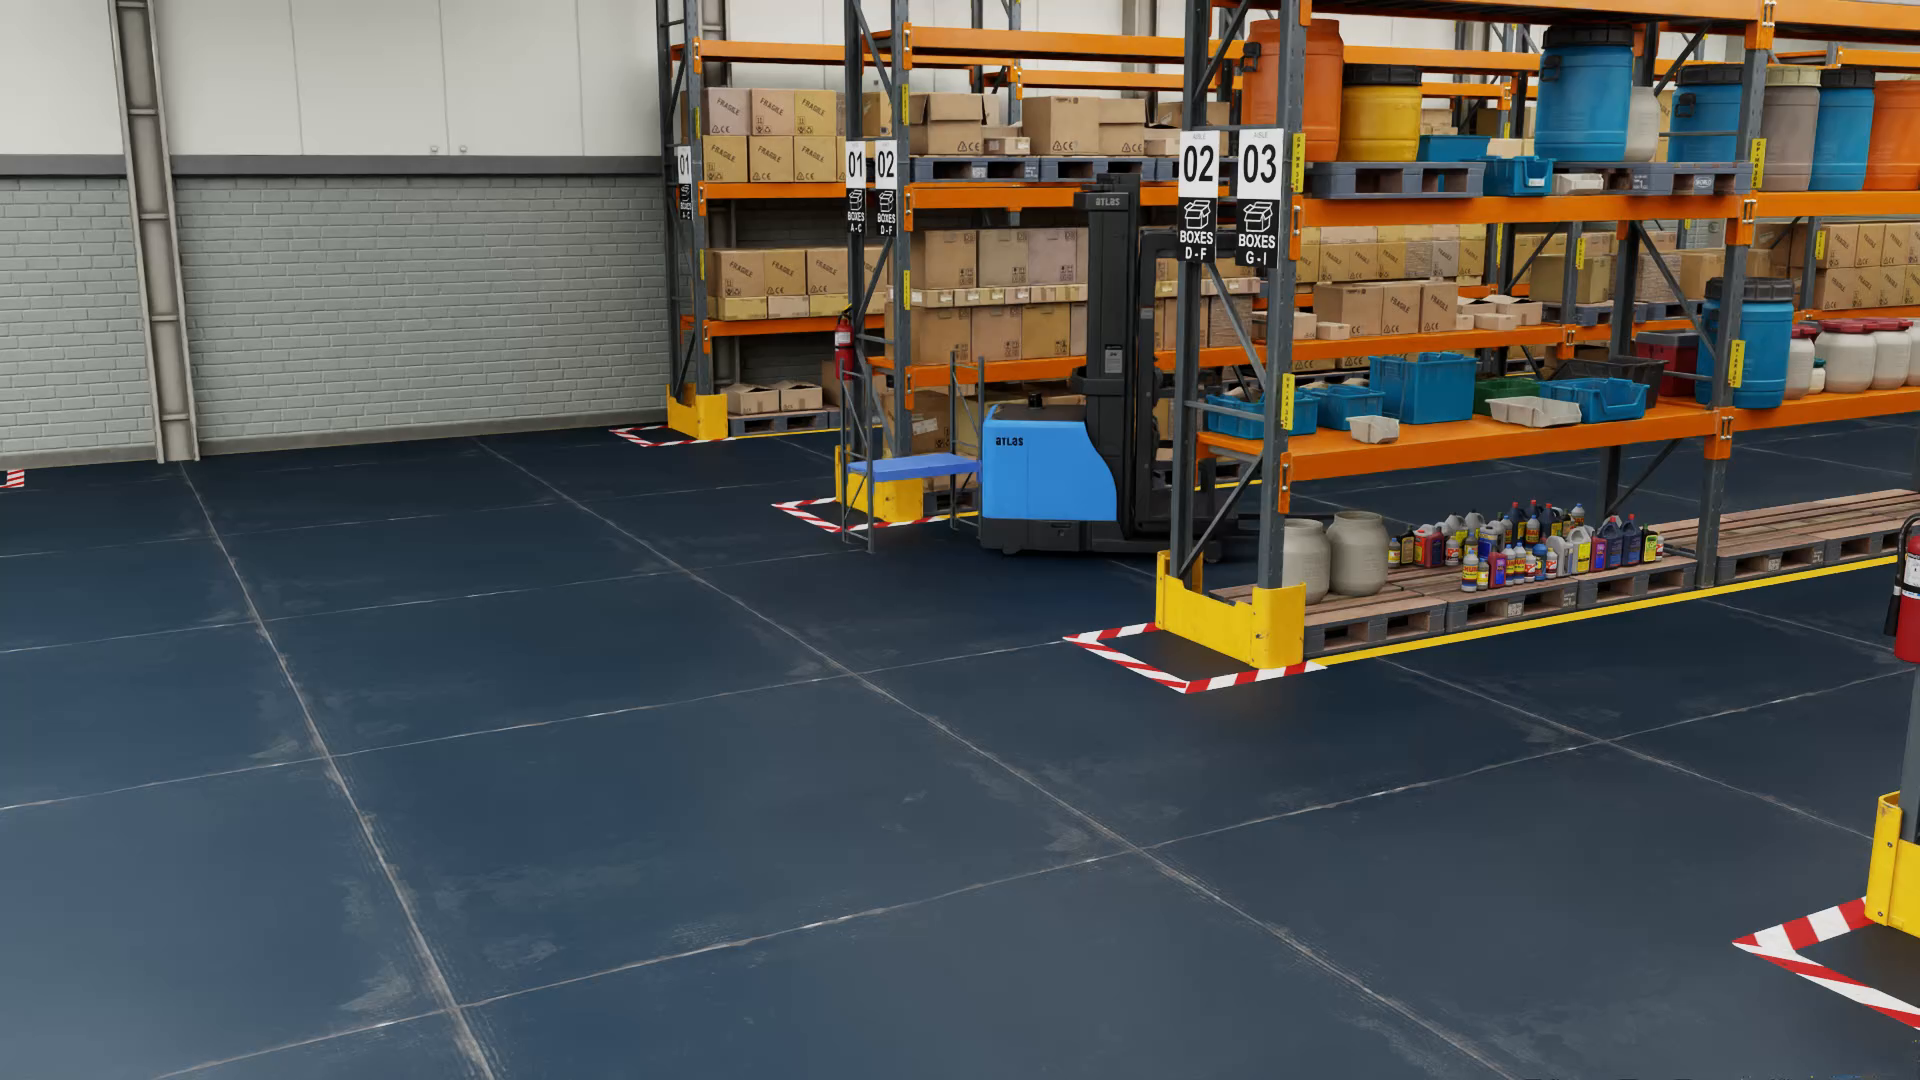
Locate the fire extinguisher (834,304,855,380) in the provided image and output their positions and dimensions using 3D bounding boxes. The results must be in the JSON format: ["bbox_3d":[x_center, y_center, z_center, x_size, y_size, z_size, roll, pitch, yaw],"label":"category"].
[{"bbox_3d":[-1.033,-1.779,14.858,0.183,0.674,0.296,-7,14,-28],"label":"fire extinguisher"}]

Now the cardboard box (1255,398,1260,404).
[{"bbox_3d":[3.286,-1.293,16.550,0.500,0.311,0.500,-7,14,-28],"label":"cardboard box"}]

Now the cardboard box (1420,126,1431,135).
[{"bbox_3d":[6.167,-5.541,23.335,0.500,0.500,0.700,-7,15,-29],"label":"cardboard box"}]

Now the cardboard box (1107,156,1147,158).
[{"bbox_3d":[2.028,-5.003,20.994,0.500,0.500,0.500,-7,15,-30],"label":"cardboard box"}]

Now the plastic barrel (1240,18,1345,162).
[{"bbox_3d":[2.029,-2.738,10.177,0.708,0.830,0.600,-7,14,-28],"label":"plastic barrel"}]

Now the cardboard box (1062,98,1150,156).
[{"bbox_3d":[1.298,-3.798,15.312,0.637,0.503,0.797,-5,14,-22],"label":"cardboard box"}]

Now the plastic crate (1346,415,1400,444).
[{"bbox_3d":[2.603,-0.688,10.435,0.250,0.136,0.298,-7,14,-28],"label":"plastic crate"}]

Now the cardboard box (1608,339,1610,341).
[{"bbox_3d":[9.955,-3.217,25.808,0.500,0.500,0.700,-7,14,-28],"label":"cardboard box"}]

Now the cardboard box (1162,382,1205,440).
[{"bbox_3d":[2.058,-1.248,15.922,0.500,0.500,0.500,-7,14,-28],"label":"cardboard box"}]

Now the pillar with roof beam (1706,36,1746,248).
[{"bbox_3d":[14.978,-6.925,23.884,0.400,9.000,9.100,-7,14,-28],"label":"pillar with roof beam"}]

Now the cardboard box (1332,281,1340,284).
[{"bbox_3d":[4.999,-3.499,22.853,0.250,0.149,0.380,-7,14,-28],"label":"cardboard box"}]

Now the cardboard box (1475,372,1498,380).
[{"bbox_3d":[5.715,-1.720,18.447,0.500,0.311,0.500,-6,14,-26],"label":"cardboard box"}]

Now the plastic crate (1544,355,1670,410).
[{"bbox_3d":[4.654,-1.144,12.004,0.504,0.338,0.767,-7,14,-28],"label":"plastic crate"}]

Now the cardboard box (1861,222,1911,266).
[{"bbox_3d":[11.279,-3.642,20.456,0.500,0.500,0.500,-7,15,-30],"label":"cardboard box"}]

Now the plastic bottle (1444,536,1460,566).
[{"bbox_3d":[3.498,0.075,11.817,0.097,0.201,0.097,0,13,0],"label":"plastic bottle"}]

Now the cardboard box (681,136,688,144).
[{"bbox_3d":[-2.839,-4.308,18.816,0.500,0.500,0.500,-6,14,-24],"label":"cardboard box"}]

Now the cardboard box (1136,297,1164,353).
[{"bbox_3d":[1.516,-2.052,15.669,0.500,0.500,0.700,-7,14,-27],"label":"cardboard box"}]

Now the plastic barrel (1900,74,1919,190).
[{"bbox_3d":[7.860,-3.289,13.420,0.600,0.901,0.600,0,13,0],"label":"plastic barrel"}]

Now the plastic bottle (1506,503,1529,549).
[{"bbox_3d":[4.101,-0.103,12.265,0.185,0.351,0.144,-8,15,-30],"label":"plastic bottle"}]

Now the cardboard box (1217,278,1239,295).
[{"bbox_3d":[2.450,-2.430,15.870,0.250,0.149,0.380,-7,15,-29],"label":"cardboard box"}]

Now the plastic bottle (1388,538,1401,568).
[{"bbox_3d":[3.065,0.088,11.756,0.097,0.201,0.097,0,13,0],"label":"plastic bottle"}]

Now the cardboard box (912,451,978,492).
[{"bbox_3d":[-0.129,-0.616,14.823,0.500,0.250,0.500,-7,14,-28],"label":"cardboard box"}]

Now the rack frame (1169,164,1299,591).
[{"bbox_3d":[1.663,-0.784,10.263,0.127,3.000,1.000,-7,14,-28],"label":"rack frame"}]

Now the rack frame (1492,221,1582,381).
[{"bbox_3d":[6.315,-2.581,18.246,0.127,3.000,1.000,-7,14,-28],"label":"rack frame"}]

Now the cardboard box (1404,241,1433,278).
[{"bbox_3d":[6.277,-3.956,23.404,0.500,0.500,0.500,-7,14,-28],"label":"cardboard box"}]

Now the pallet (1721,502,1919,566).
[{"bbox_3d":[6.917,-0.064,13.414,1.213,0.211,1.003,-7,14,-28],"label":"pallet"}]

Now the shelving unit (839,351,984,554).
[{"bbox_3d":[-0.382,-0.724,13.412,1.048,1.500,0.538,-7,15,-30],"label":"shelving unit"}]

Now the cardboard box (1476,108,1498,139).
[{"bbox_3d":[7.951,-6.084,24.430,0.500,0.500,0.500,-7,14,-28],"label":"cardboard box"}]

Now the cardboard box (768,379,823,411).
[{"bbox_3d":[-1.933,-1.712,19.506,0.500,0.311,0.500,-6,14,-23],"label":"cardboard box"}]

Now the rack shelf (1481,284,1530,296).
[{"bbox_3d":[9.205,-3.816,25.370,4.000,0.370,1.077,-7,14,-28],"label":"rack shelf"}]

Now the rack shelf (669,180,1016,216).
[{"bbox_3d":[-1.328,-4.017,19.431,4.000,0.370,1.077,-7,14,-28],"label":"rack shelf"}]

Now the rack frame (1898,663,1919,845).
[{"bbox_3d":[4.037,0.170,6.022,0.127,3.000,1.000,-7,14,-28],"label":"rack frame"}]

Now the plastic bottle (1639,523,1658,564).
[{"bbox_3d":[4.910,0.019,11.876,0.133,0.283,0.061,-6,14,-25],"label":"plastic bottle"}]

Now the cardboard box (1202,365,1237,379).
[{"bbox_3d":[3.331,-2.445,22.331,0.500,0.500,0.700,-7,14,-27],"label":"cardboard box"}]

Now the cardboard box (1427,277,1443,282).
[{"bbox_3d":[6.625,-3.664,23.587,0.250,0.149,0.380,-7,14,-28],"label":"cardboard box"}]

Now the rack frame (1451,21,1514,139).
[{"bbox_3d":[7.449,-6.883,23.698,0.127,3.000,1.000,-7,14,-28],"label":"rack frame"}]

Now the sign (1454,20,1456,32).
[{"bbox_3d":[7.205,-7.525,24.064,0.005,0.325,0.100,-7,14,-28],"label":"sign"}]

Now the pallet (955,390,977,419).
[{"bbox_3d":[-0.145,-1.677,20.578,1.213,0.211,1.003,-7,14,-28],"label":"pallet"}]

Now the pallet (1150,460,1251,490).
[{"bbox_3d":[2.086,-0.724,16.347,1.213,0.211,1.003,-7,14,-28],"label":"pallet"}]

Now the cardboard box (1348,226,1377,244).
[{"bbox_3d":[5.369,-4.213,22.839,0.500,0.250,0.500,-7,14,-27],"label":"cardboard box"}]

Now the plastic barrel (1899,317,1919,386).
[{"bbox_3d":[7.515,-1.487,13.130,0.421,0.512,0.421,0,13,0],"label":"plastic barrel"}]

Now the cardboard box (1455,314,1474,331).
[{"bbox_3d":[5.223,-2.314,17.629,0.250,0.149,0.380,-6,14,-24],"label":"cardboard box"}]

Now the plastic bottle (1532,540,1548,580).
[{"bbox_3d":[3.971,0.133,11.397,0.097,0.271,0.097,0,13,0],"label":"plastic bottle"}]

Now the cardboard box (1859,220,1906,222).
[{"bbox_3d":[11.925,-3.855,21.403,0.500,0.500,0.500,-7,14,-27],"label":"cardboard box"}]

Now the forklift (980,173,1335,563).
[{"bbox_3d":[1.708,-1.377,13.051,3.031,2.935,1.130,1,13,5],"label":"forklift"}]

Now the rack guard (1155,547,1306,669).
[{"bbox_3d":[1.708,0.418,10.613,0.348,0.500,1.175,-7,14,-28],"label":"rack guard"}]

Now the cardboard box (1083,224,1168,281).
[{"bbox_3d":[1.535,-2.688,15.539,0.500,0.500,0.700,-7,14,-28],"label":"cardboard box"}]

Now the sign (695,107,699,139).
[{"bbox_3d":[-2.823,-4.479,17.857,0.005,0.325,0.100,-7,14,-28],"label":"sign"}]

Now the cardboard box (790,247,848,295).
[{"bbox_3d":[-1.625,-3.092,19.103,0.500,0.500,0.500,-7,15,-30],"label":"cardboard box"}]

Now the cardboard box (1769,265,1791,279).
[{"bbox_3d":[10.142,-3.153,20.558,0.500,0.500,0.500,-7,14,-27],"label":"cardboard box"}]

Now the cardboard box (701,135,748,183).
[{"bbox_3d":[-2.670,-4.203,18.346,0.500,0.500,0.500,-6,14,-26],"label":"cardboard box"}]

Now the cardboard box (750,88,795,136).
[{"bbox_3d":[-2.164,-4.740,18.458,0.500,0.500,0.500,-7,14,-29],"label":"cardboard box"}]

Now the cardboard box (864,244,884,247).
[{"bbox_3d":[-0.981,-3.303,20.041,0.500,0.500,0.500,-6,14,-26],"label":"cardboard box"}]

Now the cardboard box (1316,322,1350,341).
[{"bbox_3d":[3.680,-2.092,16.643,0.250,0.149,0.380,-7,14,-28],"label":"cardboard box"}]

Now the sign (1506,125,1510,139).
[{"bbox_3d":[6.057,-4.401,18.326,0.005,0.325,0.100,-7,14,-28],"label":"sign"}]

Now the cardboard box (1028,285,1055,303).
[{"bbox_3d":[0.646,-2.213,14.907,0.250,0.149,0.380,-7,15,-30],"label":"cardboard box"}]

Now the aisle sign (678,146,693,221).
[{"bbox_3d":[-3.003,-3.897,18.171,0.004,0.787,0.394,-7,14,-28],"label":"aisle sign"}]

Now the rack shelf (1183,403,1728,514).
[{"bbox_3d":[3.419,-0.644,11.277,4.000,0.370,1.077,-7,14,-28],"label":"rack shelf"}]
